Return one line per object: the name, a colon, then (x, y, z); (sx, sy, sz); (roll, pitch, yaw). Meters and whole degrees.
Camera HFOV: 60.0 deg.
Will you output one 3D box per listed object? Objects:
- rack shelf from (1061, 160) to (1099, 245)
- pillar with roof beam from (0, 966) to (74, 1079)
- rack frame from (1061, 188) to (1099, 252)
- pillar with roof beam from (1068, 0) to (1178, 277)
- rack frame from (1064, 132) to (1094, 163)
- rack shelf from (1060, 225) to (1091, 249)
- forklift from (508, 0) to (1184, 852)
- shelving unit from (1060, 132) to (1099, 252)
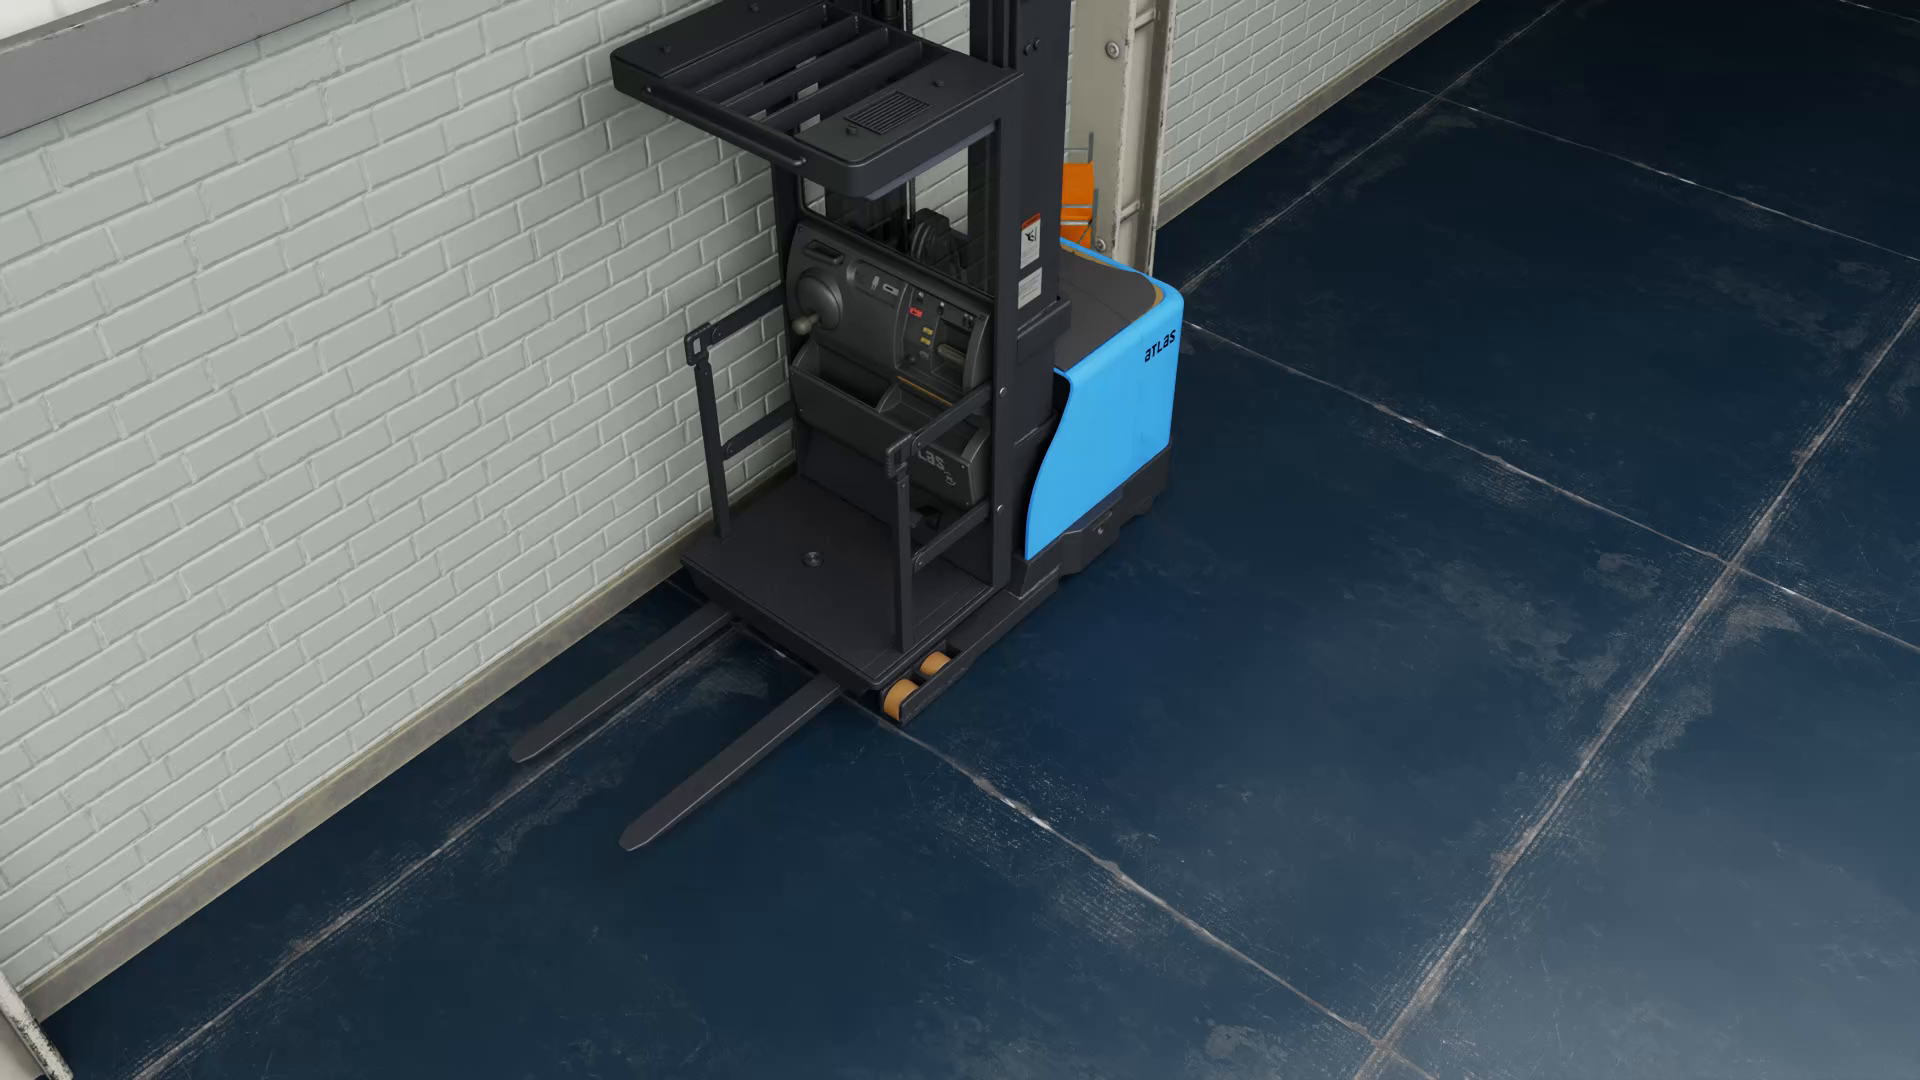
rack shelf: (0.478, -1.513, 7.438); (0.258, 0.148, 0.480); (1, 42, 1)
pillar with roof beam: (0.201, 0.296, 0.236); (9.100, 9.000, 0.400); (29, 50, 28)
rack frame: (0.474, -1.058, 7.522); (0.240, 1.200, 0.015); (1, 42, 1)
pillar with roof beam: (4.063, -2.794, 3.634); (9.100, 9.000, 0.400); (29, 50, 28)
rack frame: (0.483, -1.386, 7.883); (0.240, 1.200, 0.015); (1, 42, 1)
rack shelf: (0.478, -1.338, 7.597); (0.258, 0.148, 0.480); (1, 42, 1)
forklift: (-0.411, -0.763, 5.910); (1.130, 2.935, 3.031); (30, 50, 29)
shelving unit: (0.478, -1.222, 7.702); (0.258, 1.200, 0.503); (1, 42, 1)
